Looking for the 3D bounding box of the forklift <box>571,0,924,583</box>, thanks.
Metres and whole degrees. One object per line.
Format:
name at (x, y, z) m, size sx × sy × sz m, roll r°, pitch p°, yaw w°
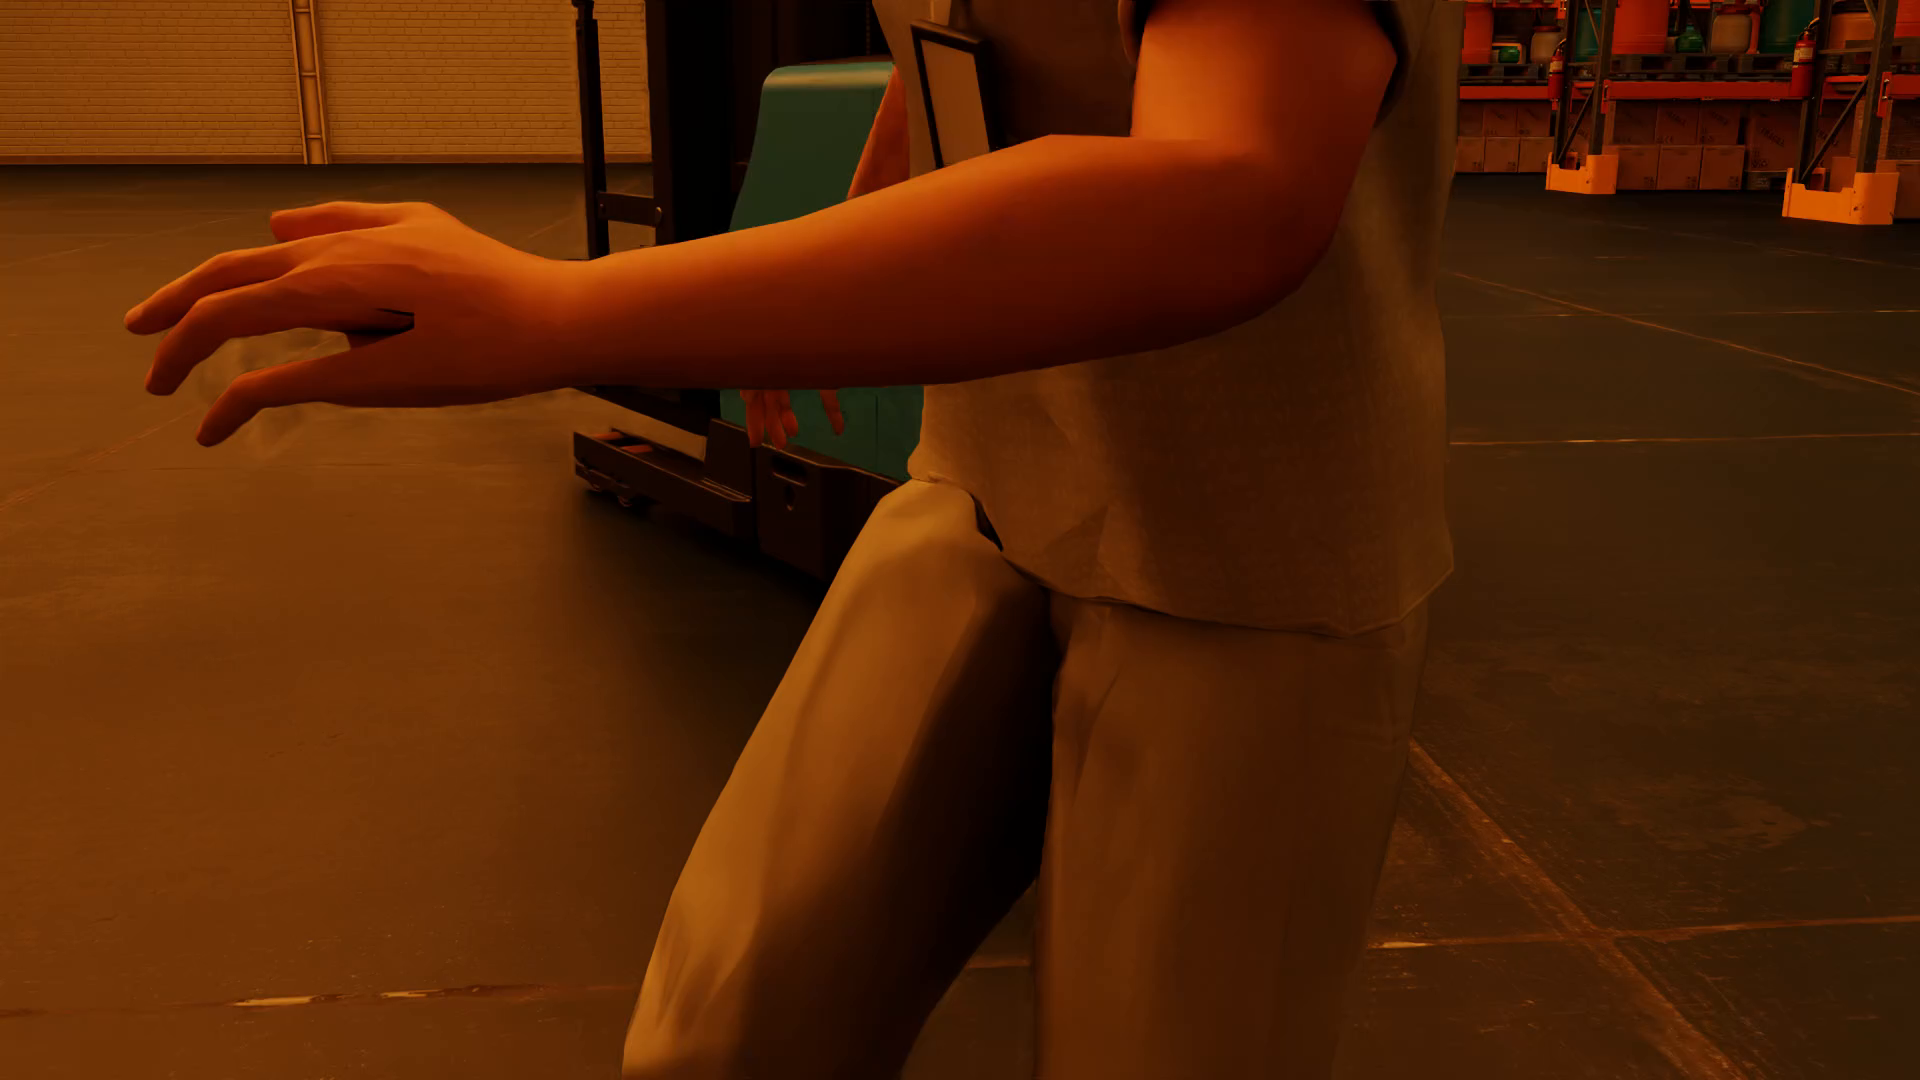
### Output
forklift at (-0.365, -1.557, 4.095) m, size 1.130 × 2.935 × 3.031 m, roll -10°, pitch 18°, yaw -32°
